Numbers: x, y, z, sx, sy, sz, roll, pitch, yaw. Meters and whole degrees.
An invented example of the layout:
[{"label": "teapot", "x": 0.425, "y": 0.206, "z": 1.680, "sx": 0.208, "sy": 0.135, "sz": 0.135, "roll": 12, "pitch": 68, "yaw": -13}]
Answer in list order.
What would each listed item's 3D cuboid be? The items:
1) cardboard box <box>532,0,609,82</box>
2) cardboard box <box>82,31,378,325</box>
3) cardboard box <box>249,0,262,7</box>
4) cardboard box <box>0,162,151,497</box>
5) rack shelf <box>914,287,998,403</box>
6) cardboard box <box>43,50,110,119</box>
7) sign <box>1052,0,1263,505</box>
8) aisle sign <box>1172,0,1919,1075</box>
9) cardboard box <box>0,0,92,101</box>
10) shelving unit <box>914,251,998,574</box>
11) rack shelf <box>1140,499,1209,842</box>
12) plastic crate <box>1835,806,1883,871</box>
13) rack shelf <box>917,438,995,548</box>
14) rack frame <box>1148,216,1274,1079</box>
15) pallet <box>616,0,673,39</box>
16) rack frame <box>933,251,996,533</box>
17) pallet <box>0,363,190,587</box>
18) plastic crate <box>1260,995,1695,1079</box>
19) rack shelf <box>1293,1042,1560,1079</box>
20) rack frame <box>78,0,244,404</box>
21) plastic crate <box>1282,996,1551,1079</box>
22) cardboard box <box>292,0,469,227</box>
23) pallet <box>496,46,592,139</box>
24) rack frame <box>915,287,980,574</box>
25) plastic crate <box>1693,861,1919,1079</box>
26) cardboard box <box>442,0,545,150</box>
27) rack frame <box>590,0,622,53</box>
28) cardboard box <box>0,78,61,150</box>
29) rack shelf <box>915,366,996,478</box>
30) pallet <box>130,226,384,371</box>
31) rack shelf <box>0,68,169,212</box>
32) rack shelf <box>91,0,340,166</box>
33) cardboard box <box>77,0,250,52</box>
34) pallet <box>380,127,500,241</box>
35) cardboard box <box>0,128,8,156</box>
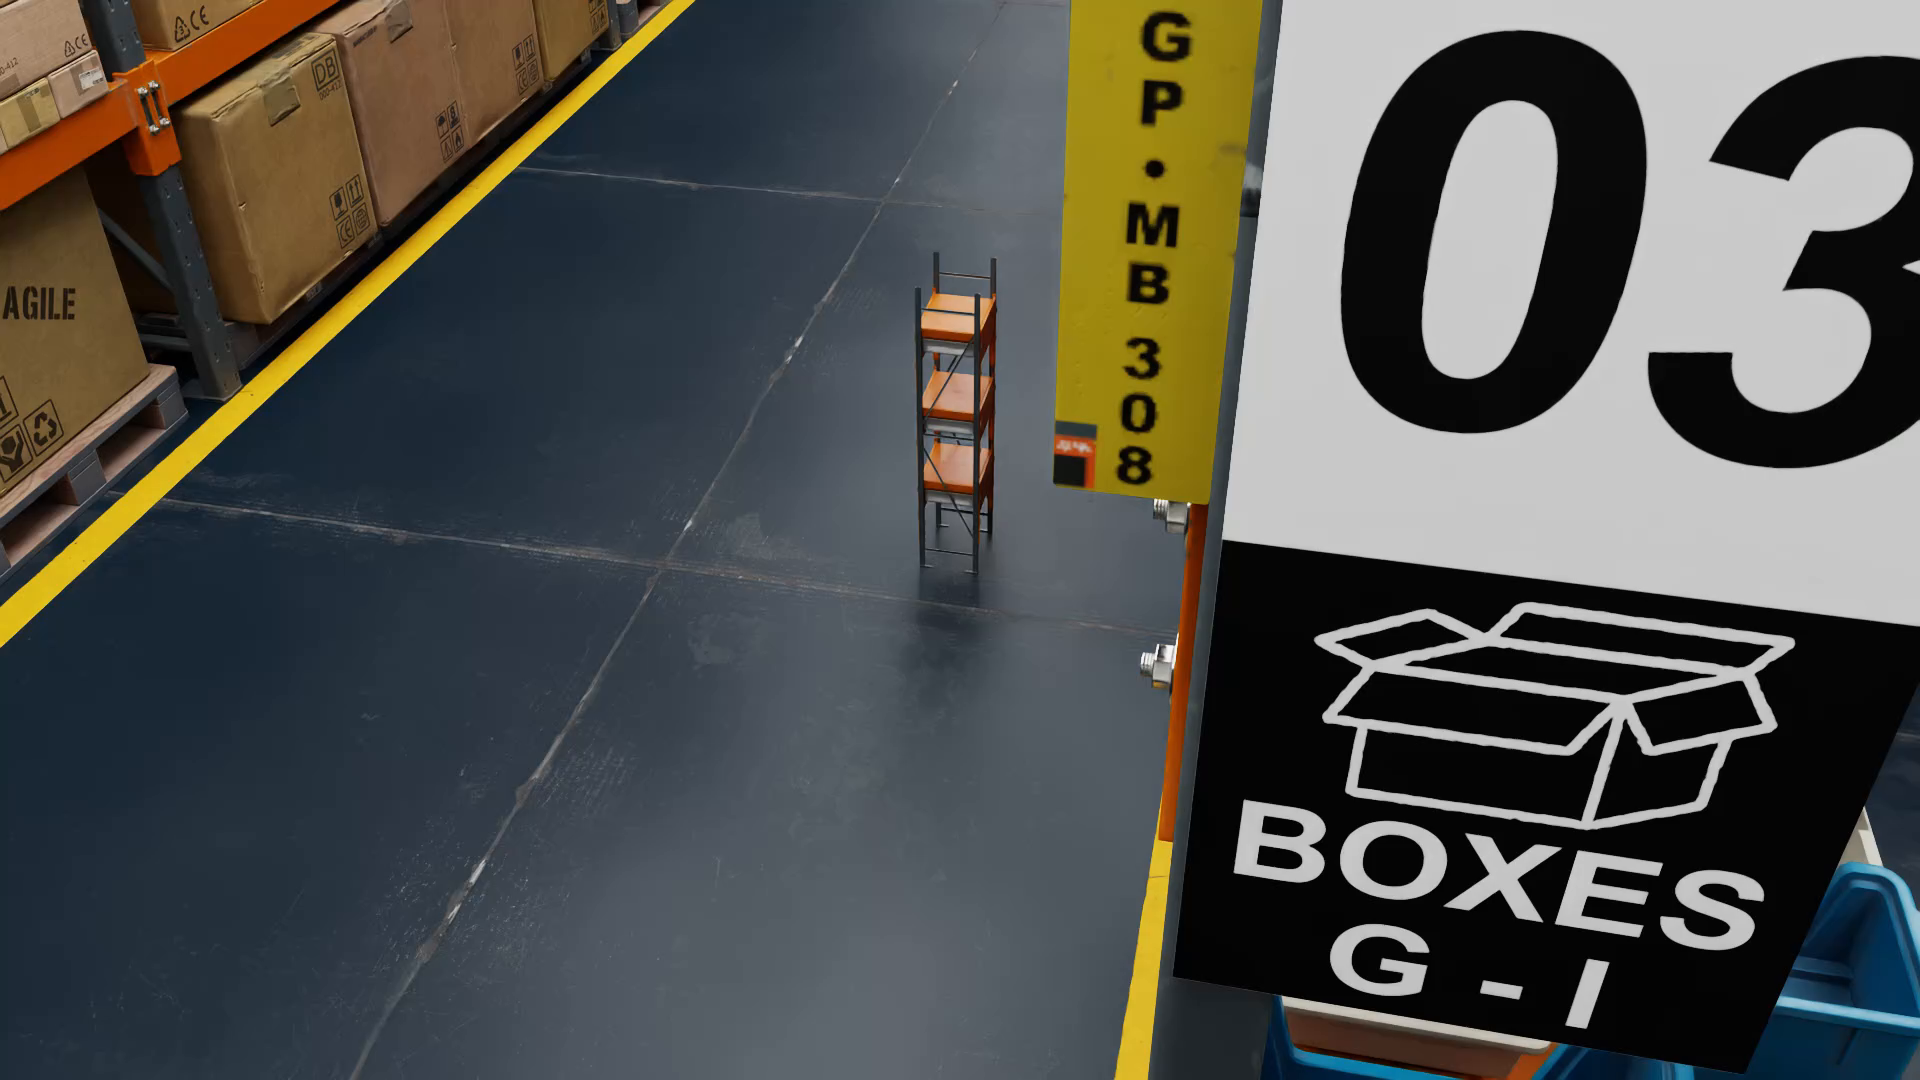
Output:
[{"label": "cardboard box", "x": -2.649, "y": -3.053, "z": 8.859, "sx": 1.225, "sy": 0.875, "sz": 0.875, "roll": 6, "pitch": 36, "yaw": 8}, {"label": "cardboard box", "x": -3.219, "y": -1.522, "z": 6.747, "sx": 1.225, "sy": 0.875, "sz": 0.875, "roll": 7, "pitch": 37, "yaw": 10}, {"label": "cardboard box", "x": -2.887, "y": -2.404, "z": 6.426, "sx": 0.500, "sy": 0.500, "sz": 0.500, "roll": 7, "pitch": 37, "yaw": 10}, {"label": "cardboard box", "x": -3.555, "y": -0.784, "z": 5.729, "sx": 0.875, "sy": 0.875, "sz": 0.875, "roll": 7, "pitch": 37, "yaw": 10}, {"label": "rack shelf", "x": -0.011, "y": -0.616, "z": 5.239, "sx": 0.215, "sy": 0.259, "sz": 0.240, "roll": 7, "pitch": 37, "yaw": 10}, {"label": "cardboard box", "x": -3.081, "y": -1.525, "z": 5.513, "sx": 0.380, "sy": 0.149, "sz": 0.250, "roll": 8, "pitch": 37, "yaw": 10}, {"label": "sign", "x": 0.108, "y": -0.161, "z": 0.949, "sx": 0.100, "sy": 0.325, "sz": 0.005, "roll": 7, "pitch": 37, "yaw": 10}, {"label": "aisle sign", "x": 0.347, "y": 0.023, "z": 0.947, "sx": 0.394, "sy": 0.787, "sz": 0.004, "roll": 7, "pitch": 37, "yaw": 10}, {"label": "cardboard box", "x": -3.174, "y": -1.617, "z": 5.299, "sx": 0.500, "sy": 0.250, "sz": 0.500, "roll": 7, "pitch": 36, "yaw": 9}, {"label": "shelving unit", "x": -0.011, "y": -0.394, "z": 5.400, "sx": 0.215, "sy": 1.050, "sz": 0.252, "roll": 7, "pitch": 37, "yaw": 10}, {"label": "rack shelf", "x": 1.076, "y": -0.999, "z": 2.629, "sx": 1.077, "sy": 0.370, "sz": 4.000, "roll": 7, "pitch": 37, "yaw": 10}, {"label": "plastic crate", "x": 1.317, "y": 0.491, "z": 2.690, "sx": 0.250, "sy": 0.136, "sz": 0.298, "roll": 7, "pitch": 37, "yaw": 10}, {"label": "rack shelf", "x": -0.011, "y": -0.161, "z": 5.569, "sx": 0.215, "sy": 0.259, "sz": 0.240, "roll": 7, "pitch": 37, "yaw": 10}, {"label": "rack frame", "x": 0.649, "y": 1.071, "z": 1.716, "sx": 1.000, "sy": 3.000, "sz": 0.127, "roll": 7, "pitch": 37, "yaw": 10}, {"label": "pallet", "x": -2.313, "y": -3.455, "z": 10.337, "sx": 1.003, "sy": 0.211, "sz": 1.213, "roll": 7, "pitch": 37, "yaw": 10}, {"label": "rack frame", "x": 0.015, "y": -0.464, "z": 5.496, "sx": 0.200, "sy": 1.050, "sz": 0.008, "roll": 7, "pitch": 37, "yaw": 10}, {"label": "pallet", "x": -3.575, "y": -0.288, "z": 5.967, "sx": 1.003, "sy": 0.211, "sz": 1.213, "roll": 7, "pitch": 37, "yaw": 10}, {"label": "plastic crate", "x": 0.538, "y": 0.817, "z": 1.985, "sx": 0.616, "sy": 0.435, "sz": 0.499, "roll": 7, "pitch": 37, "yaw": 10}, {"label": "rack shelf", "x": 1.076, "y": 0.216, "z": 3.509, "sx": 1.077, "sy": 0.370, "sz": 4.000, "roll": 7, "pitch": 37, "yaw": 10}, {"label": "rack frame", "x": -3.336, "y": -1.843, "z": 5.737, "sx": 1.000, "sy": 3.000, "sz": 0.127, "roll": 7, "pitch": 37, "yaw": 10}, {"label": "plastic crate", "x": 0.646, "y": 0.663, "z": 2.452, "sx": 0.396, "sy": 0.136, "sz": 0.243, "roll": 7, "pitch": 37, "yaw": 10}, {"label": "cardboard box", "x": -3.029, "y": -2.035, "z": 7.454, "sx": 1.225, "sy": 0.875, "sz": 0.875, "roll": 6, "pitch": 36, "yaw": 8}, {"label": "pallet", "x": -2.723, "y": -2.565, "z": 9.109, "sx": 1.003, "sy": 0.211, "sz": 1.213, "roll": 7, "pitch": 37, "yaw": 10}, {"label": "rack frame", "x": -0.037, "y": -0.324, "z": 5.303, "sx": 0.200, "sy": 1.050, "sz": 0.008, "roll": 7, "pitch": 37, "yaw": 10}, {"label": "plastic crate", "x": 1.163, "y": 0.637, "z": 2.407, "sx": 0.416, "sy": 0.233, "sz": 0.300, "roll": 7, "pitch": 37, "yaw": 10}, {"label": "cardboard box", "x": -2.847, "y": -2.543, "z": 8.155, "sx": 1.225, "sy": 0.875, "sz": 0.875, "roll": 7, "pitch": 37, "yaw": 10}, {"label": "rack frame", "x": -2.481, "y": -4.136, "z": 8.901, "sx": 1.000, "sy": 3.000, "sz": 0.127, "roll": 7, "pitch": 37, "yaw": 10}, {"label": "cardboard box", "x": -3.136, "y": -1.377, "z": 5.309, "sx": 0.380, "sy": 0.149, "sz": 0.250, "roll": 8, "pitch": 37, "yaw": 11}, {"label": "rack shelf", "x": -0.011, "y": -0.386, "z": 5.406, "sx": 0.215, "sy": 0.259, "sz": 0.240, "roll": 7, "pitch": 37, "yaw": 10}, {"label": "pallet", "x": -3.245, "y": -1.166, "z": 7.178, "sx": 1.003, "sy": 0.211, "sz": 1.213, "roll": 7, "pitch": 37, "yaw": 10}, {"label": "rack shelf", "x": -3.763, "y": -0.405, "z": 4.366, "sx": 1.077, "sy": 0.370, "sz": 4.000, "roll": 7, "pitch": 37, "yaw": 10}, {"label": "rack shelf", "x": -2.909, "y": -2.698, "z": 7.530, "sx": 1.077, "sy": 0.370, "sz": 4.000, "roll": 7, "pitch": 37, "yaw": 10}, {"label": "cardboard box", "x": -2.993, "y": -2.116, "z": 6.028, "sx": 0.500, "sy": 0.500, "sz": 0.500, "roll": 7, "pitch": 37, "yaw": 10}, {"label": "pallet", "x": -2.986, "y": -1.867, "z": 8.146, "sx": 1.003, "sy": 0.211, "sz": 1.213, "roll": 7, "pitch": 37, "yaw": 10}, {"label": "cardboard box", "x": -3.191, "y": -1.231, "z": 5.106, "sx": 0.380, "sy": 0.149, "sz": 0.250, "roll": 7, "pitch": 36, "yaw": 9}]
